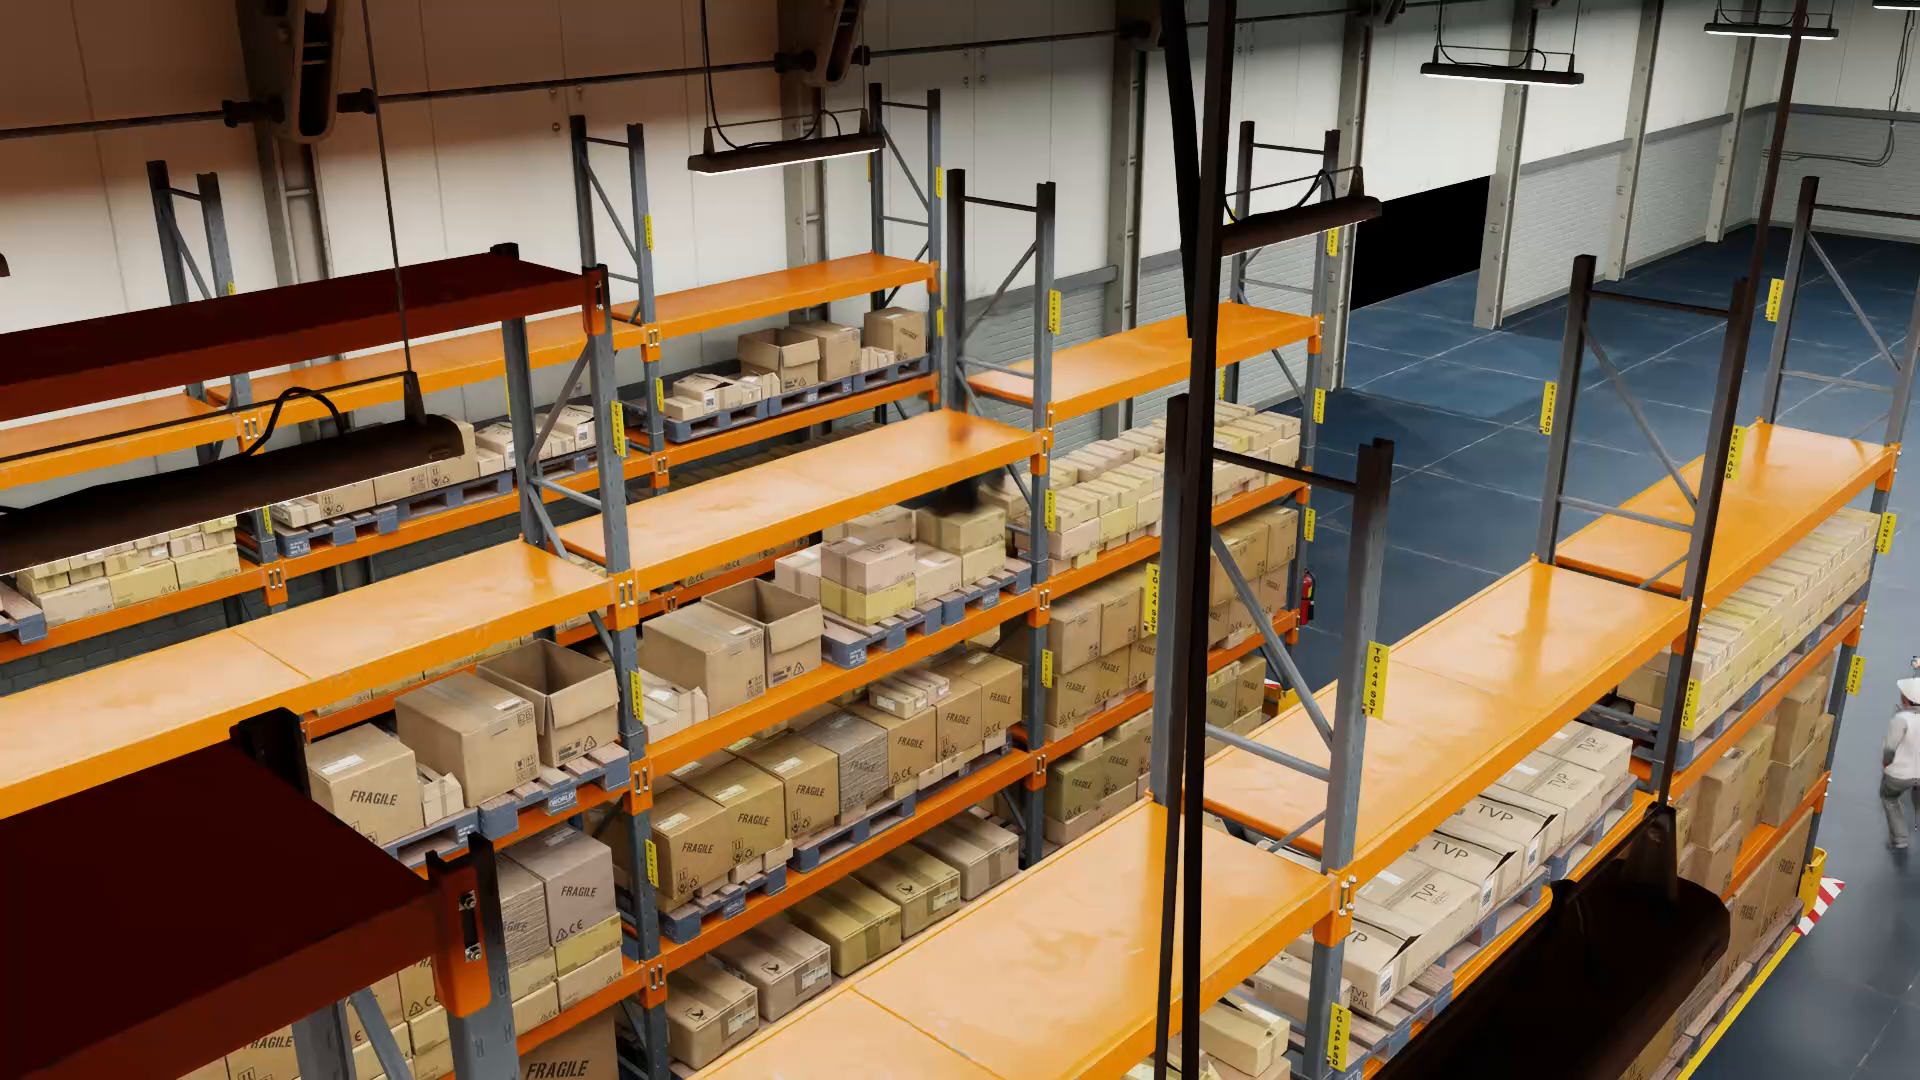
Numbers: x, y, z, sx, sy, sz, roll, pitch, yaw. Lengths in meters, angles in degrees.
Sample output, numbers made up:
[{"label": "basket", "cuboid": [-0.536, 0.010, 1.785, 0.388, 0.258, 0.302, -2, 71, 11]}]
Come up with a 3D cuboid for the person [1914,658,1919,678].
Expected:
[{"label": "person", "cuboid": [9.641, 1.347, 16.292, 0.587, 1.630, 0.774, -4, 22, -11]}]

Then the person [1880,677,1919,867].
[{"label": "person", "cuboid": [8.224, 2.023, 14.418, 0.610, 1.800, 0.731, 3, 21, 7]}]
